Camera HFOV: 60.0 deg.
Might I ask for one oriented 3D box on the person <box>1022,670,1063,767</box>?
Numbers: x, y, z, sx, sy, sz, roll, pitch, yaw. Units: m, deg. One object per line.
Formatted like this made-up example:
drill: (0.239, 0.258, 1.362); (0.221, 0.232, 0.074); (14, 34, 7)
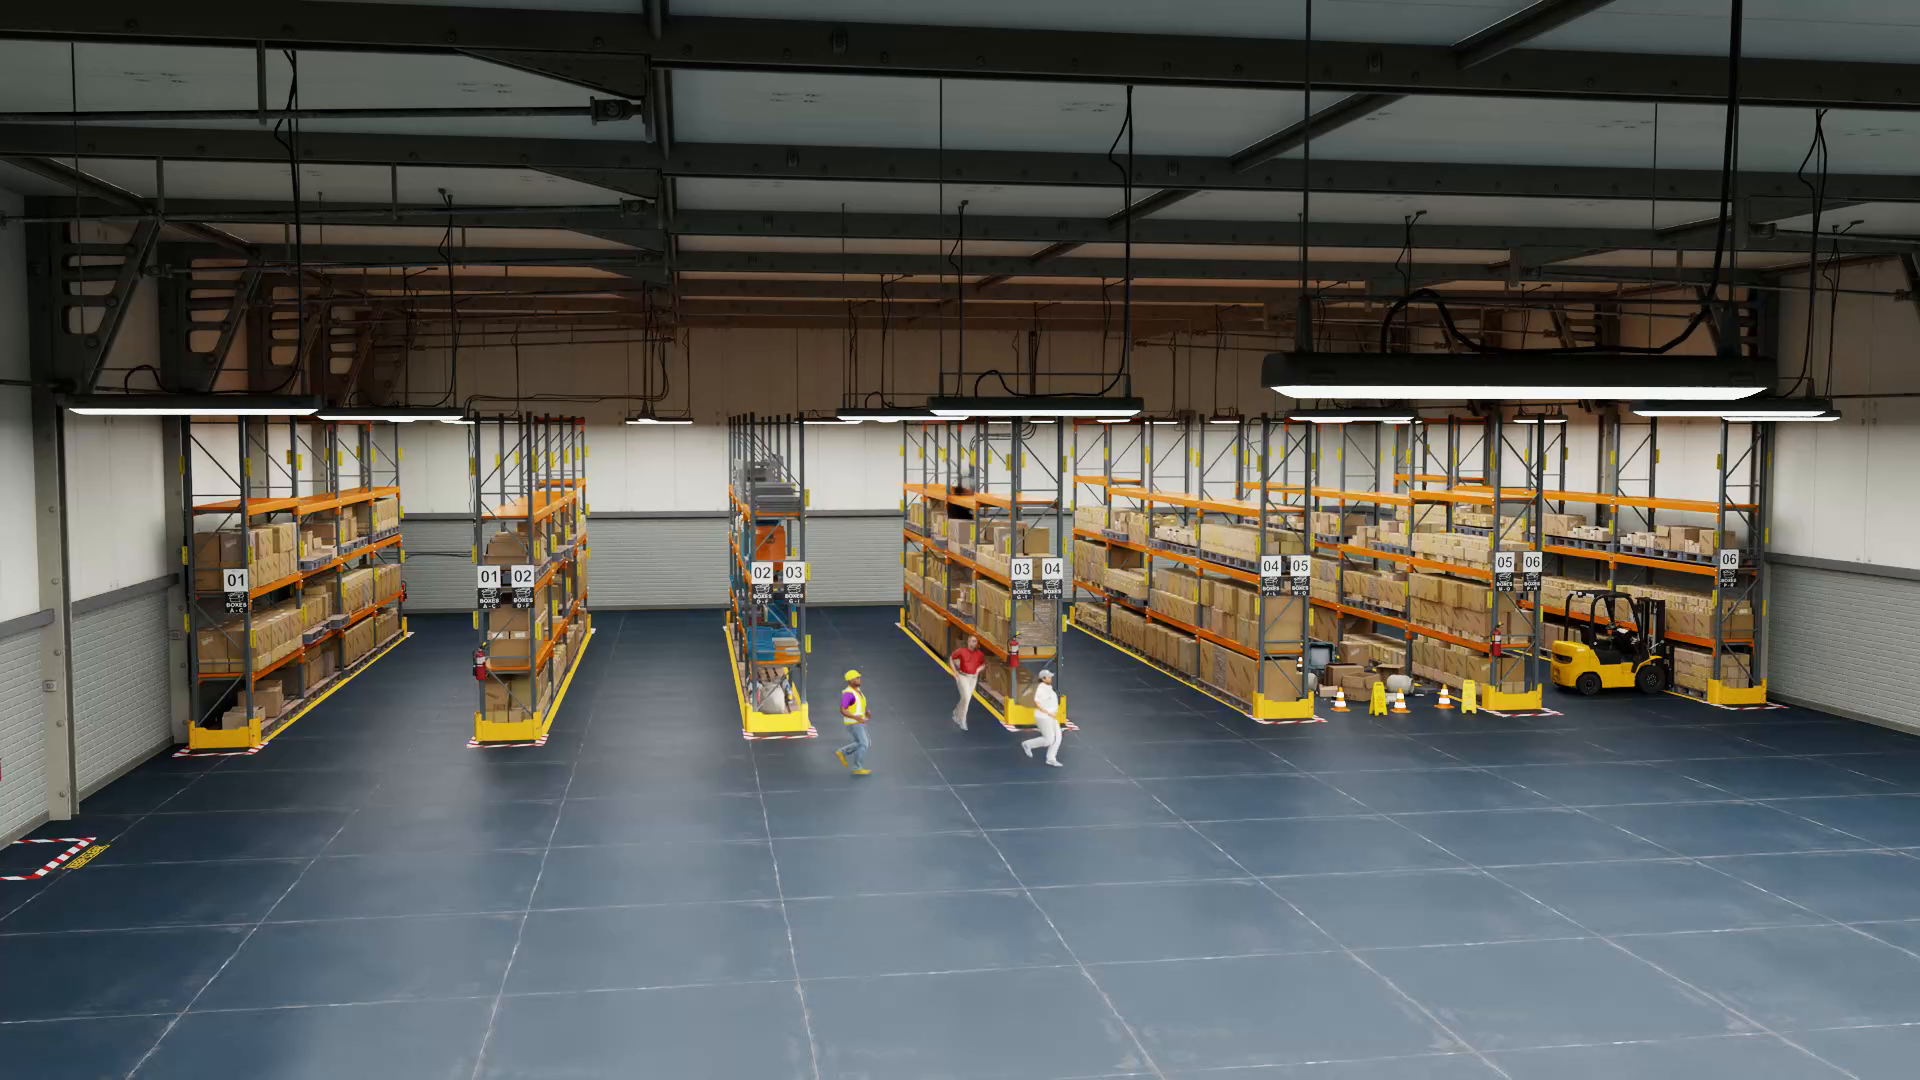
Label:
person: (1.408, 3.009, 28.149); (0.685, 1.643, 0.608); (1, 4, 17)

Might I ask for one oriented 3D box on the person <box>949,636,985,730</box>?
person: (0.157, 2.723, 31.878); (0.658, 1.774, 0.724); (-3, 5, -33)

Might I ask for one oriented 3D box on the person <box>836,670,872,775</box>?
person: (-1.769, 3.000, 27.386); (0.625, 1.719, 0.700); (1, 4, 13)
